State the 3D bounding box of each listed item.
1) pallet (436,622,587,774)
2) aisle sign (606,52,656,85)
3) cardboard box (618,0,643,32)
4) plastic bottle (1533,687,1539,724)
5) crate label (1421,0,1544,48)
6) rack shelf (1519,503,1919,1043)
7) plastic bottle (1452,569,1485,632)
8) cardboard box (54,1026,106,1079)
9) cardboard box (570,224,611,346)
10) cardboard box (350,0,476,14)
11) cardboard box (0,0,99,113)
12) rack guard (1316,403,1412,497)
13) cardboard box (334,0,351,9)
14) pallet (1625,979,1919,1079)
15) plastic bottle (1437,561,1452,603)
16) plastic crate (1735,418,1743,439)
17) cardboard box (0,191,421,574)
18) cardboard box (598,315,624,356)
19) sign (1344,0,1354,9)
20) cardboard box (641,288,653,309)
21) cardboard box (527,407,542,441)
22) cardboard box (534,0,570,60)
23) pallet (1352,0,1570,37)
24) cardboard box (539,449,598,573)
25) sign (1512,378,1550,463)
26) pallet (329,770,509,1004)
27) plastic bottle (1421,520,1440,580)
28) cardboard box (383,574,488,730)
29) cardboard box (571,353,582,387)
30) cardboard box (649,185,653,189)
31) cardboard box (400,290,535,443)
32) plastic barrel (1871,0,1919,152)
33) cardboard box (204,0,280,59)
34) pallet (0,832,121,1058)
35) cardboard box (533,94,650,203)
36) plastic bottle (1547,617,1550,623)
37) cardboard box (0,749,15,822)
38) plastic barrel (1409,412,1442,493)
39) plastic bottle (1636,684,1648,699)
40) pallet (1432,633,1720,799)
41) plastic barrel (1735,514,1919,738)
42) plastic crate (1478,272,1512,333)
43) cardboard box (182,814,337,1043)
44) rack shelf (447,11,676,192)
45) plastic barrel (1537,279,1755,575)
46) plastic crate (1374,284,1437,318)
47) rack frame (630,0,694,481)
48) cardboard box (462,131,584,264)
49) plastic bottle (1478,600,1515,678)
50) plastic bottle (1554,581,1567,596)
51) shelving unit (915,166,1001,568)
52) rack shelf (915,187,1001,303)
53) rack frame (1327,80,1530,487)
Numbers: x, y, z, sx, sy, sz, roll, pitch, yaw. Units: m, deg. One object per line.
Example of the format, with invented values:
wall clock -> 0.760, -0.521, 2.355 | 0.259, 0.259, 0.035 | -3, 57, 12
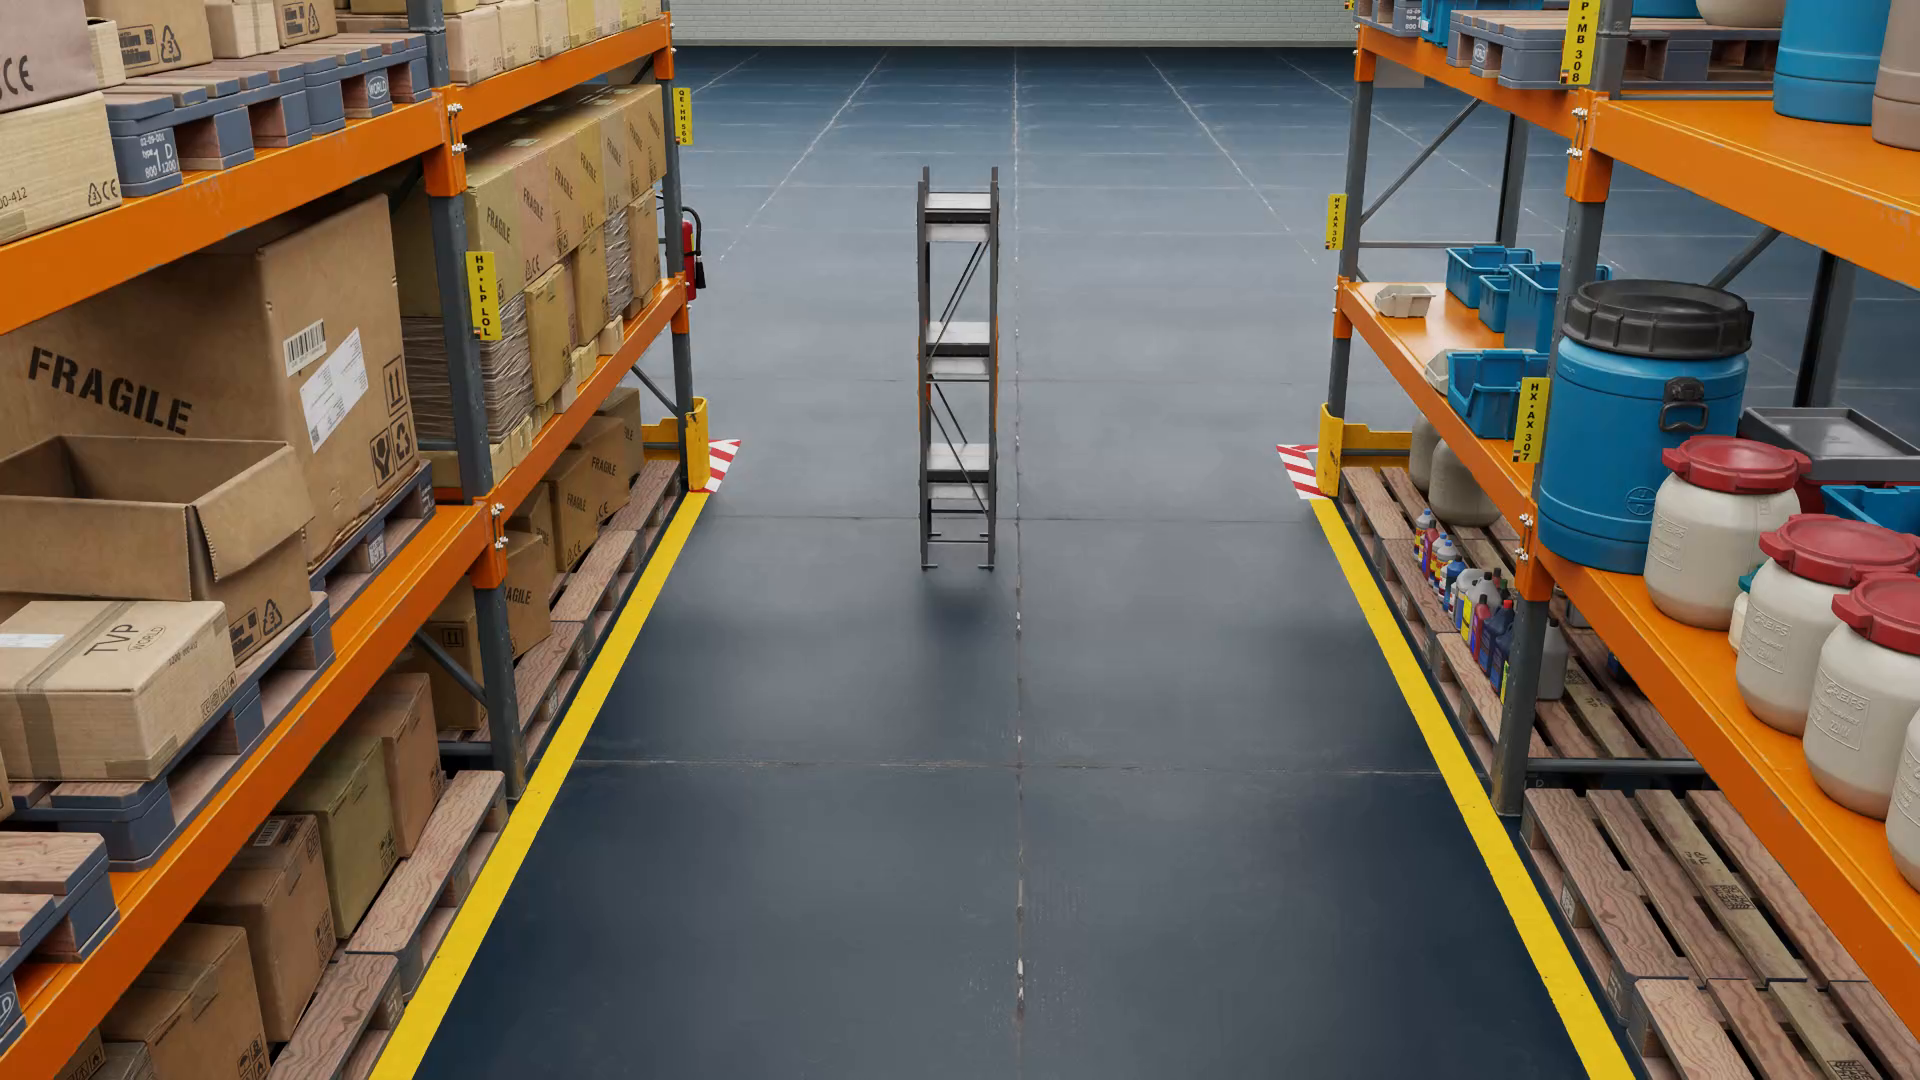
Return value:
pallet -> -2.310, 0.701, 7.430 | 1.003, 0.211, 1.213 | 1, 21, 2
aisle sign -> -1.872, -3.033, 9.605 | 0.394, 0.787, 0.004 | 1, 21, 2
cardboard box -> -1.946, -2.773, 8.589 | 0.500, 0.250, 0.500 | 1, 21, 2
plastic bottle -> 2.355, 0.664, 6.932 | 0.097, 0.201, 0.097 | 0, 21, 0
crate label -> 2.390, -2.403, 7.635 | 0.502, 0.251, 0.408 | 1, 21, 2
rack shelf -> 2.595, 0.757, 4.425 | 1.077, 0.370, 4.000 | 1, 21, 2
plastic bottle -> 2.412, 0.283, 7.811 | 0.152, 0.276, 0.135 | 1, 21, 3
cardboard box -> -2.420, 1.267, 3.928 | 0.500, 0.250, 0.500 | 3, 21, 8
cardboard box -> -2.198, -1.246, 8.043 | 0.875, 0.500, 0.500 | 1, 21, 2
cardboard box -> -1.977, -1.984, 6.006 | 0.380, 0.149, 0.250 | 0, 21, 0
cardboard box -> -2.118, -1.120, 3.293 | 0.500, 0.500, 0.500 | 0, 21, 0
rack guard -> 2.822, -0.554, 10.266 | 1.175, 0.500, 0.348 | 1, 21, 2
cardboard box -> -2.475, -2.086, 6.269 | 0.380, 0.149, 0.250 | 1, 21, 2
pallet -> 2.636, 1.725, 4.790 | 1.003, 0.211, 1.213 | 1, 21, 2
plastic bottle -> 2.394, 0.200, 8.127 | 0.097, 0.201, 0.097 | 0, 21, 0
plastic crate -> 2.799, -0.460, 6.654 | 0.767, 0.338, 0.504 | 1, 21, 2
cardboard box -> -2.459, -0.545, 5.378 | 1.000, 1.000, 1.000 | 1, 21, 2
cardboard box -> -1.916, -1.036, 8.400 | 0.380, 0.149, 0.250 | 1, 21, 2
sign -> 2.228, -3.158, 9.361 | 0.100, 0.325, 0.005 | 1, 21, 2
cardboard box -> -1.940, -1.398, 9.333 | 0.380, 0.149, 0.250 | 1, 21, 2
cardboard box -> -1.987, -0.494, 7.003 | 0.380, 0.149, 0.250 | 1, 21, 2
cardboard box -> -1.988, -2.215, 7.152 | 0.500, 0.250, 0.500 | 0, 21, -1
pallet -> 2.654, -2.760, 8.609 | 1.003, 0.211, 1.213 | 1, 21, 2
cardboard box -> -2.231, -0.164, 8.680 | 0.500, 0.500, 0.500 | 3, 21, 7
sign -> 2.106, -0.440, 6.134 | 0.100, 0.325, 0.005 | 1, 21, 2
pallet -> -2.317, 1.226, 6.078 | 1.003, 0.211, 1.213 | 1, 21, 2
plastic bottle -> 2.386, 0.048, 8.407 | 0.061, 0.283, 0.133 | 1, 21, 3
cardboard box -> -2.243, 0.470, 7.047 | 0.500, 0.500, 0.500 | 0, 21, 0
cardboard box -> -1.974, -0.765, 7.702 | 0.380, 0.149, 0.250 | 1, 21, 2
cardboard box -> -2.217, -1.789, 9.443 | 0.875, 0.500, 0.500 | 1, 21, 2
cardboard box -> -2.219, -0.703, 6.645 | 0.875, 0.500, 0.500 | 1, 21, 2
plastic barrel -> 2.837, -1.511, 4.436 | 0.600, 0.901, 0.600 | 0, 21, 0
cardboard box -> -2.224, -1.546, 4.826 | 0.396, 0.266, 0.258 | 1, 21, 4
pallet -> -2.501, 0.921, 3.273 | 1.213, 0.211, 1.003 | 1, 21, 2
cardboard box -> -1.952, -2.071, 8.788 | 0.500, 0.500, 0.500 | 1, 21, 2
plastic bottle -> 2.542, 0.451, 7.378 | 0.152, 0.276, 0.135 | 1, 21, 2
cardboard box -> -2.523, 0.450, 3.505 | 0.700, 0.500, 0.500 | 4, 22, 10
plastic barrel -> 2.834, -0.545, 9.645 | 0.421, 0.512, 0.421 | 0, 21, 0
plastic bottle -> 2.980, 0.531, 7.159 | 0.061, 0.283, 0.133 | 1, 21, 2
pallet -> 2.718, 0.756, 7.288 | 1.003, 0.211, 1.213 | 1, 21, 2
plastic barrel -> 2.385, 0.244, 4.565 | 0.433, 0.535, 0.433 | 0, 21, 0
plastic crate -> 3.036, -1.259, 8.833 | 0.499, 0.251, 0.408 | 1, 21, 2
cardboard box -> -2.385, 1.201, 5.135 | 0.700, 0.500, 0.500 | -1, 21, -3
rack shelf -> -2.234, -2.142, 7.750 | 1.077, 0.370, 4.000 | 1, 21, 2
plastic barrel -> 2.341, -0.399, 5.717 | 0.600, 0.901, 0.708 | 1, 21, 2
plastic crate -> 2.429, -1.305, 9.109 | 0.298, 0.136, 0.250 | 1, 21, 2
rack frame -> -2.173, -1.802, 10.026 | 1.000, 3.000, 0.127 | 1, 21, 2
cardboard box -> -1.998, -1.529, 7.390 | 0.500, 0.500, 0.500 | 1, 21, 2
plastic bottle -> 2.393, 0.423, 7.345 | 0.144, 0.351, 0.185 | 0, 21, -1
plastic bottle -> 2.995, 0.167, 8.212 | 0.097, 0.201, 0.097 | 0, 21, 0
shelving unit -> -0.005, -0.919, 8.995 | 0.431, 2.100, 0.503 | 1, 21, 2
rack shelf -> -0.005, -1.559, 8.747 | 0.431, 0.518, 0.480 | 1, 21, 2
rack frame -> 2.777, -1.748, 9.886 | 1.000, 3.000, 0.127 | 1, 21, 2
